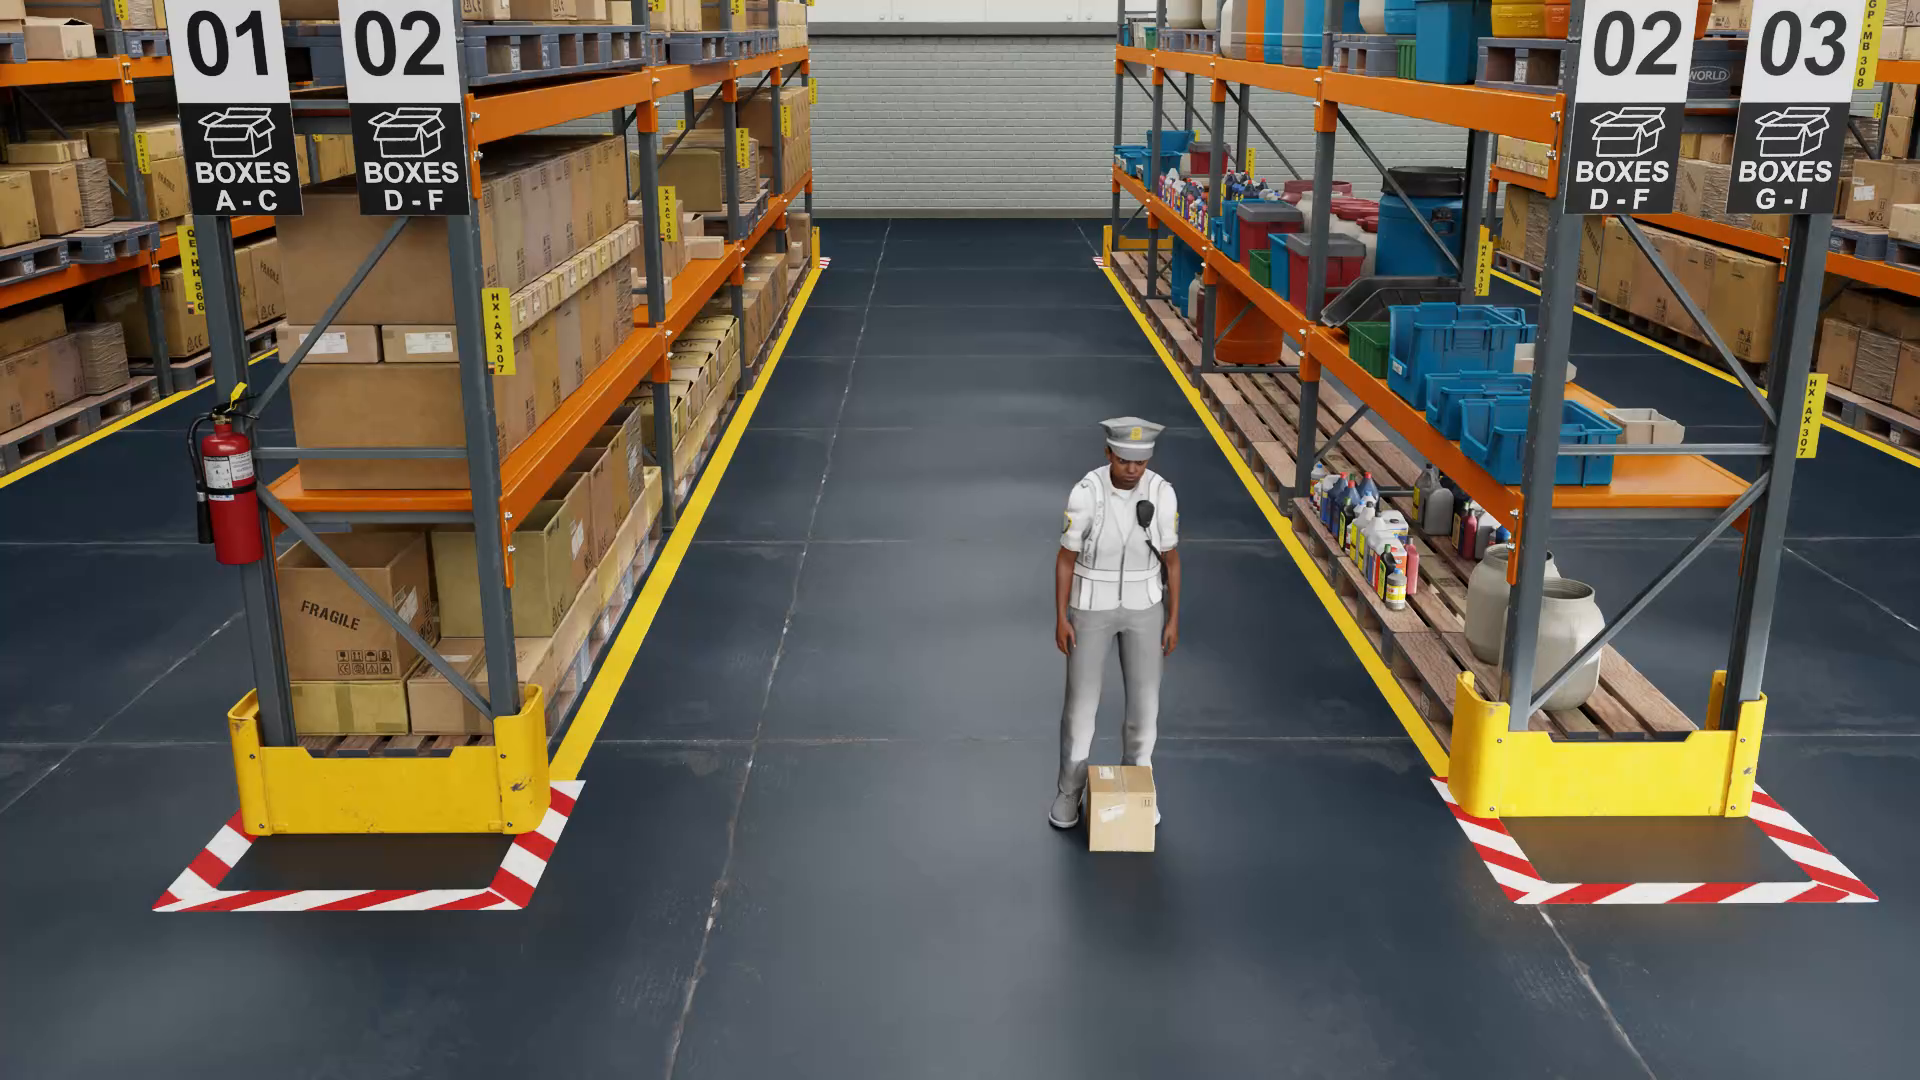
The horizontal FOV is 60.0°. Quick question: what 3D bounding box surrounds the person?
[{"bbox_3d":[0.612,0.313,6.540,0.512,1.657,0.399,0,17,-1],"label":"person"}]
